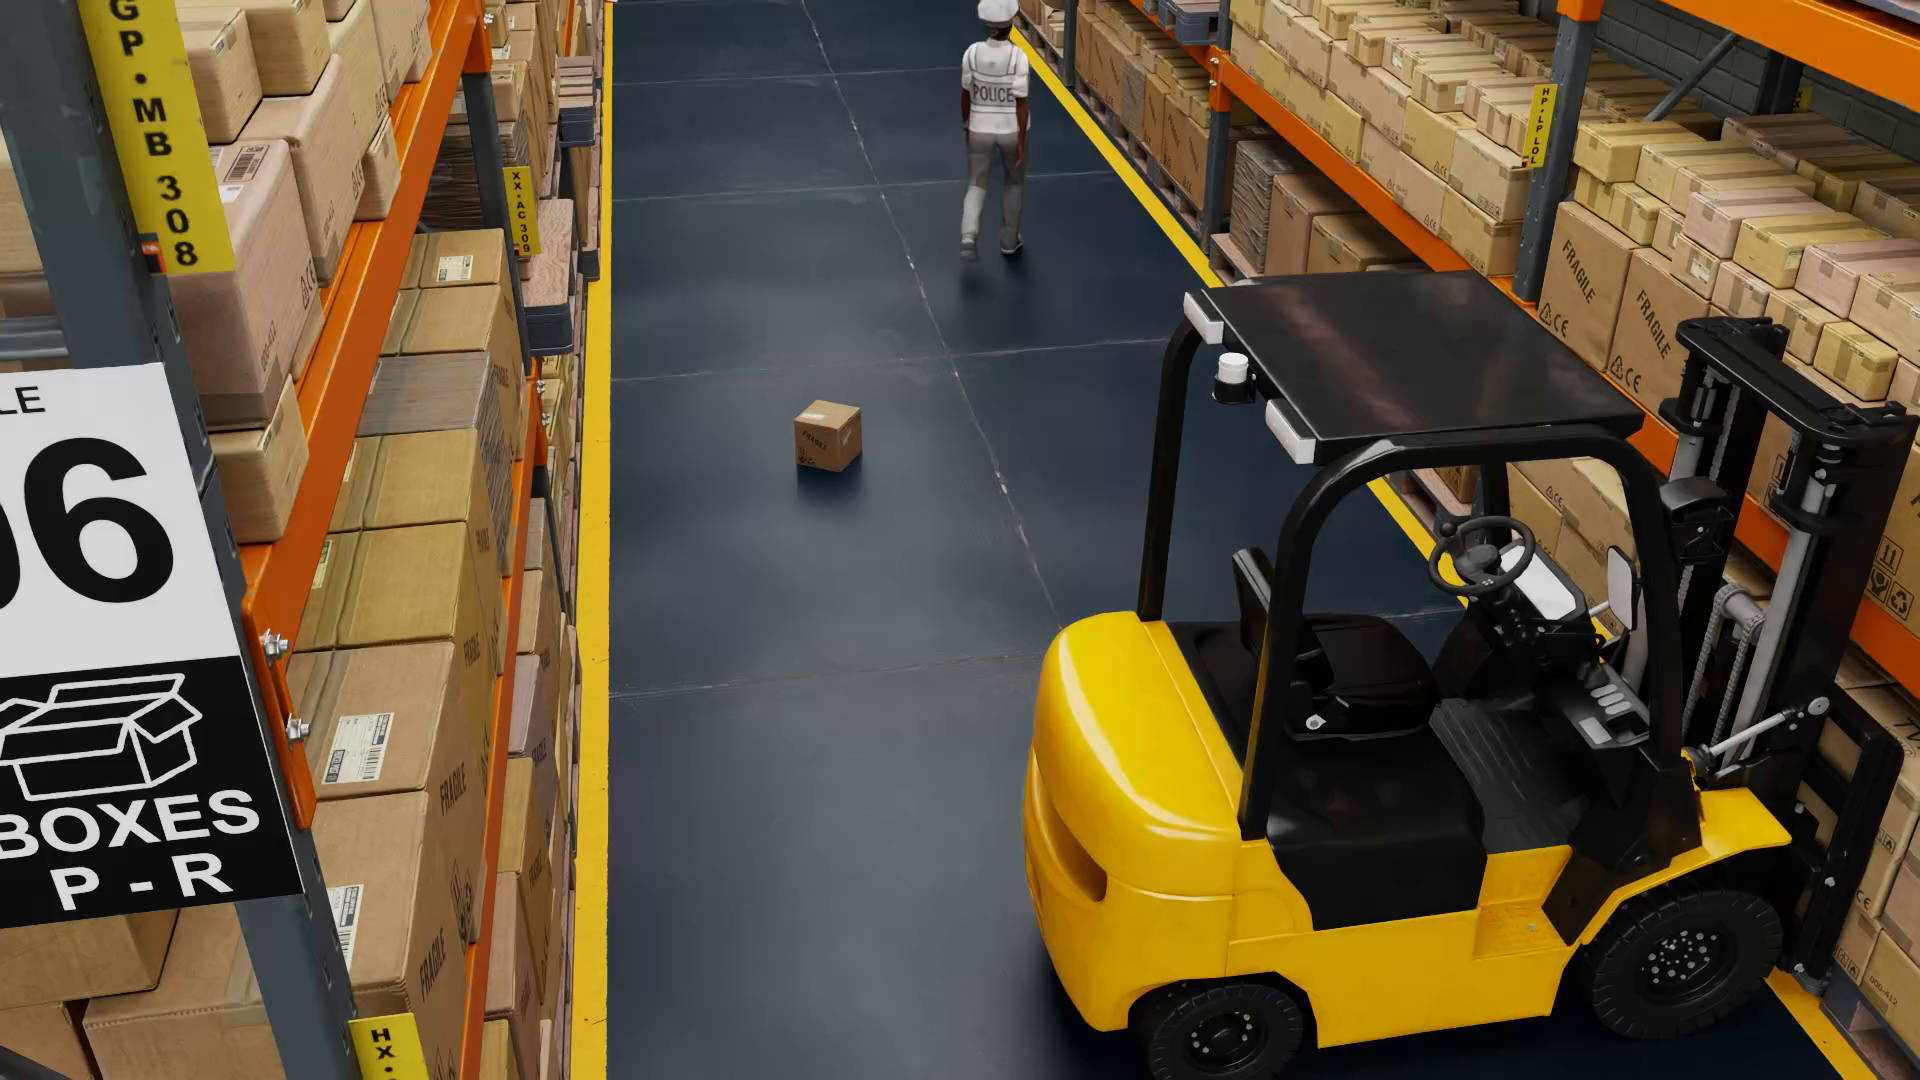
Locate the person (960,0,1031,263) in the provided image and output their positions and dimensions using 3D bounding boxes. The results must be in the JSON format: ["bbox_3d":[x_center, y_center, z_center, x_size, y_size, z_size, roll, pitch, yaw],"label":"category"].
[{"bbox_3d":[0.215,-2.524,10.307,0.443,1.664,0.784,6,31,10],"label":"person"}]
